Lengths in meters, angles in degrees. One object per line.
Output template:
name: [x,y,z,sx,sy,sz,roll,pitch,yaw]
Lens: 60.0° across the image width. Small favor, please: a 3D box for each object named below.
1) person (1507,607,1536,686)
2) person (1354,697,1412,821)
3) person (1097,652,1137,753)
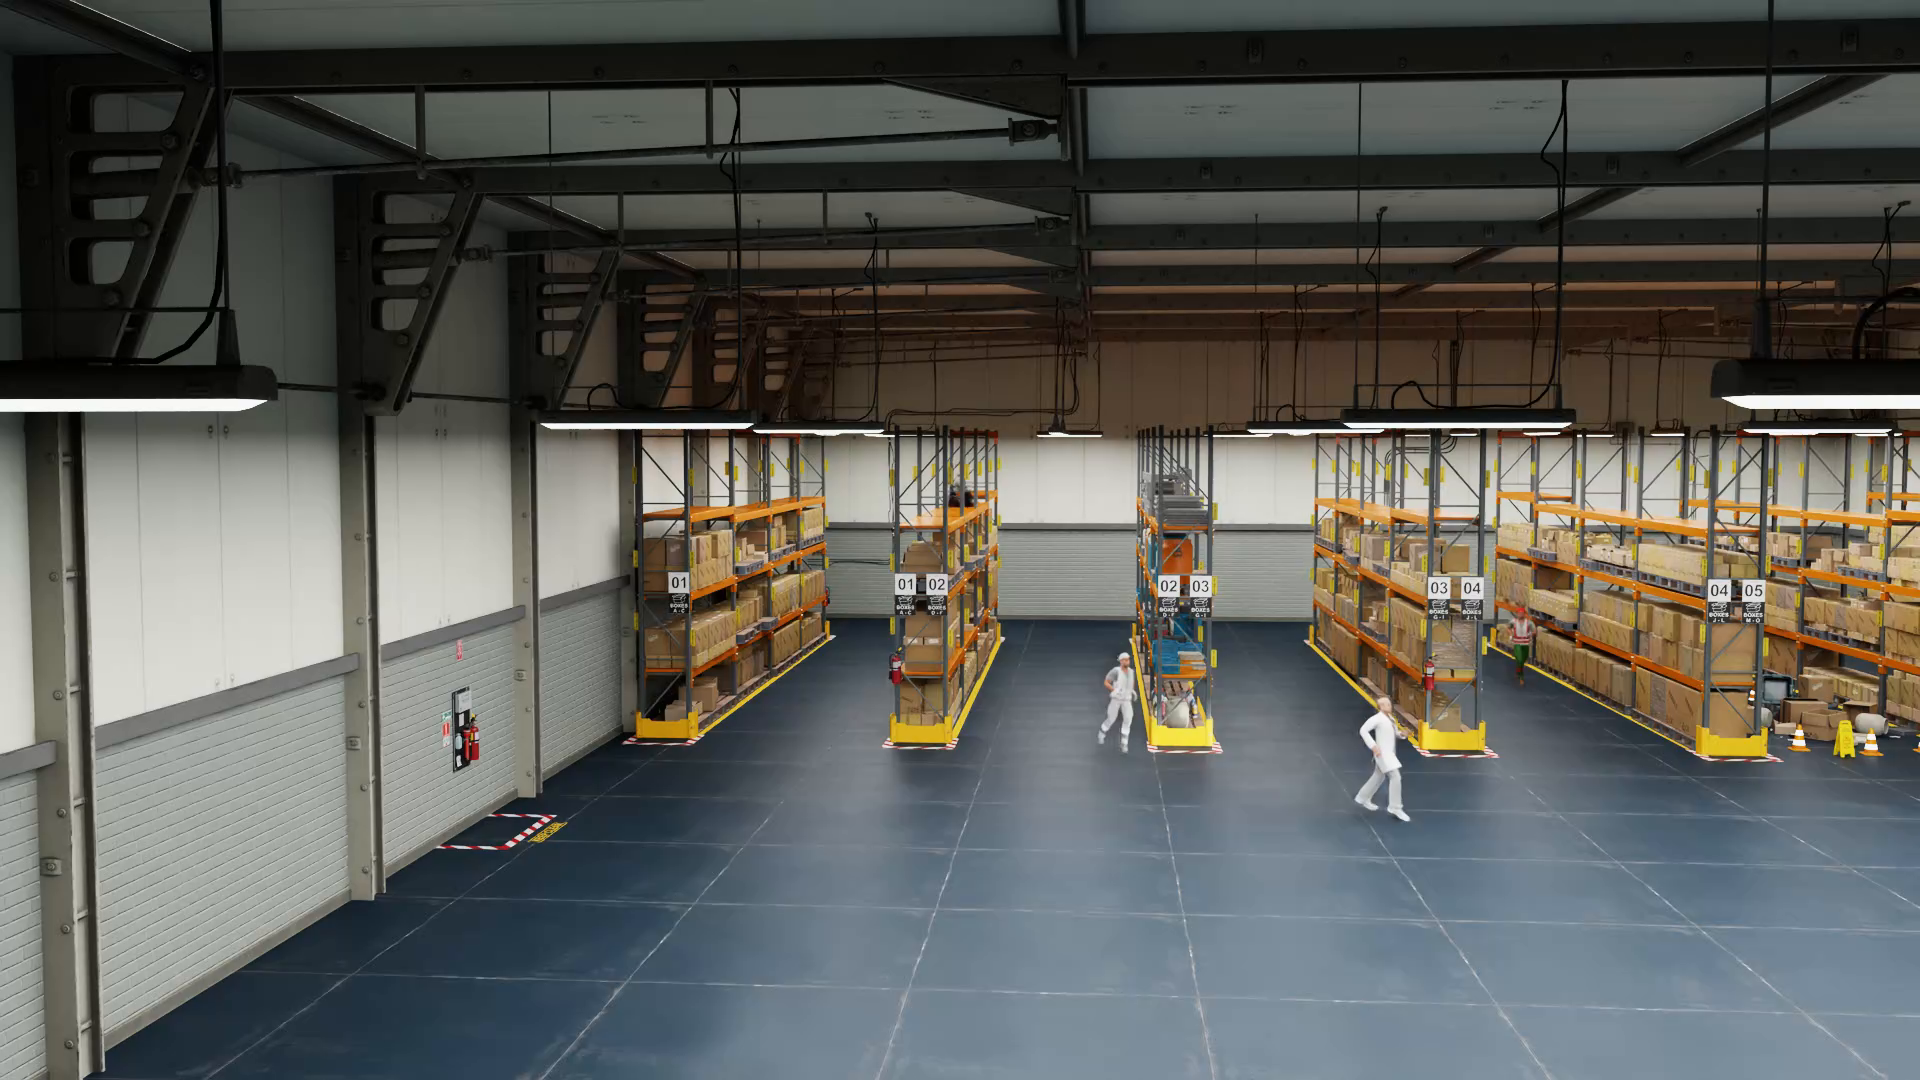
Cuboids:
person: [13.204,2.475,39.065,0.633,1.804,0.928,1,3,8]
person: [6.432,3.303,25.285,0.897,1.836,0.680,2,4,28]
person: [2.999,2.981,30.787,0.721,1.794,0.885,-1,4,-22]
